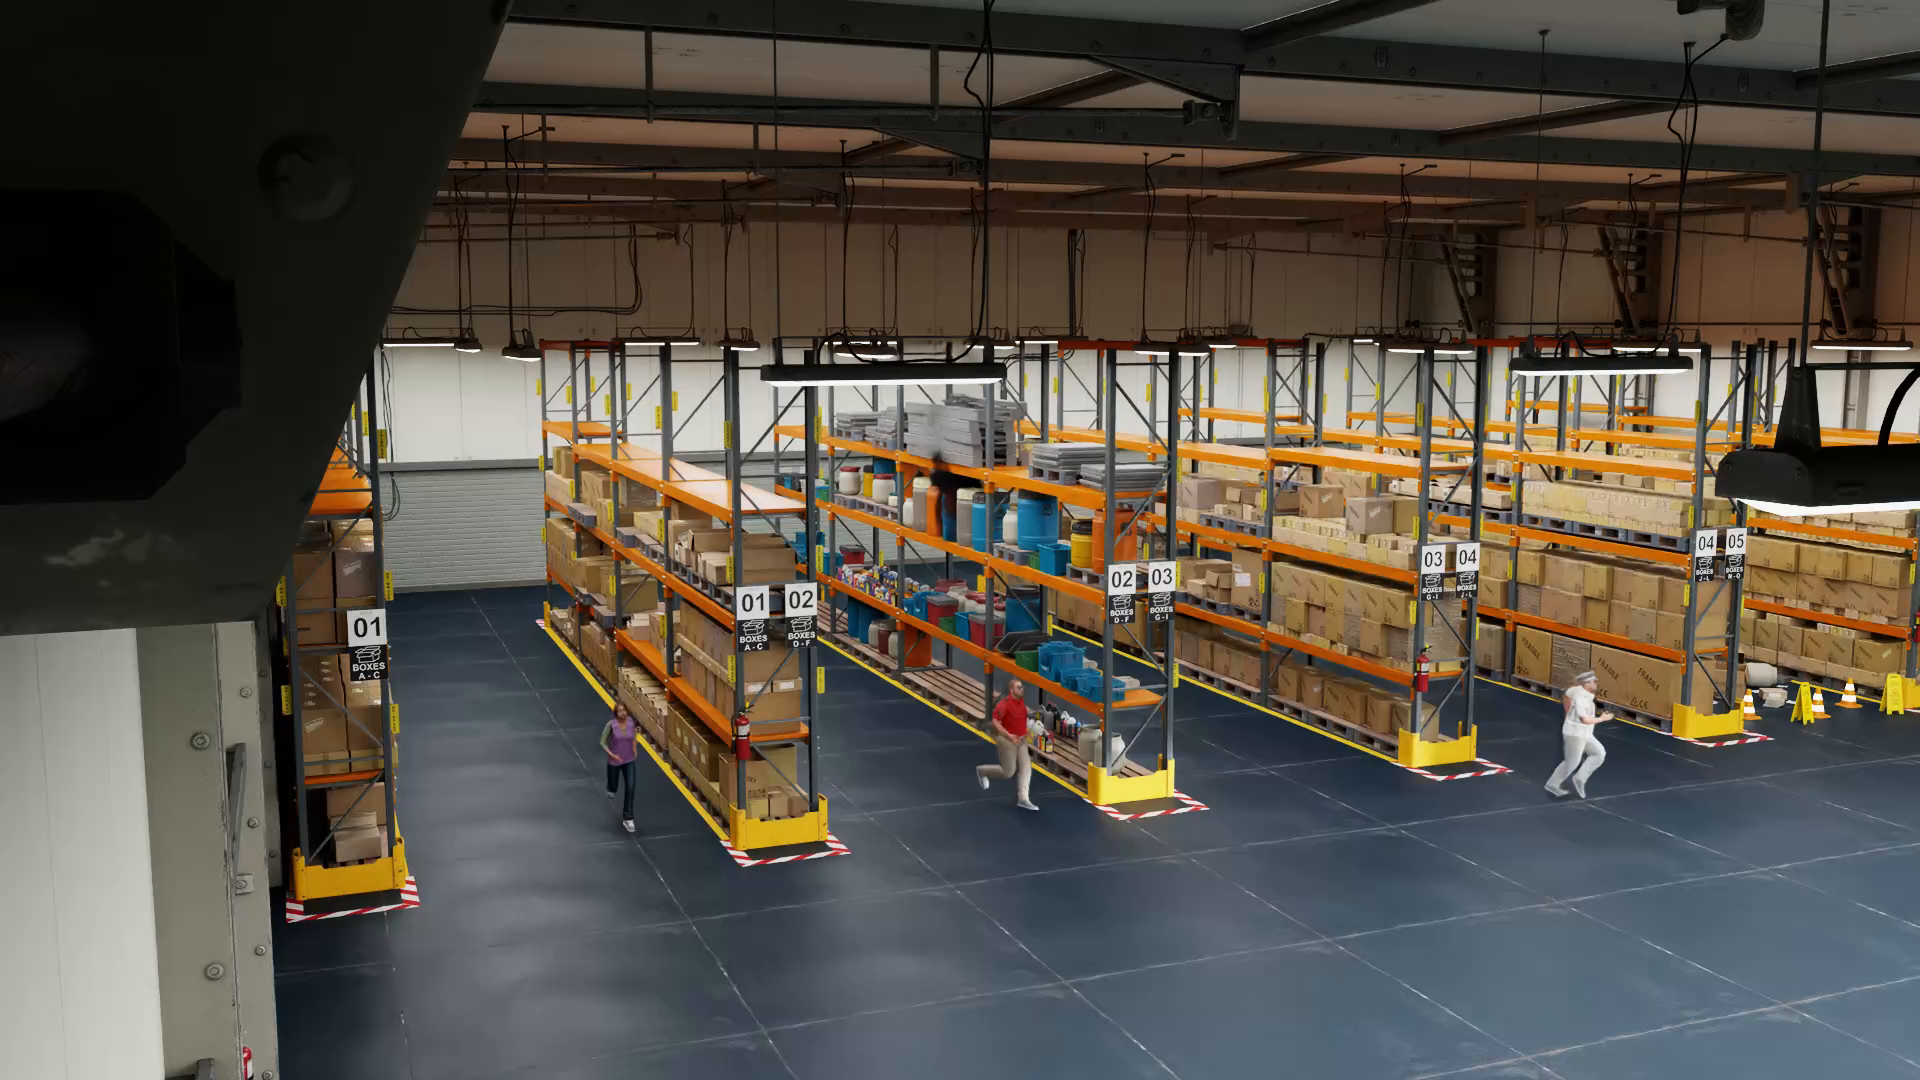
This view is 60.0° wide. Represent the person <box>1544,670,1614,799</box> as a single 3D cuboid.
[{"bbox_3d":[8.254,2.586,22.146,0.825,1.766,0.695,3,8,24],"label":"person"}]

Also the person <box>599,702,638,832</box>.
[{"bbox_3d":[-4.327,2.830,21.147,0.516,1.584,0.983,-3,8,-22],"label":"person"}]

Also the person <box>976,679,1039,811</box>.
[{"bbox_3d":[0.672,2.668,21.895,0.945,1.709,0.665,6,9,37],"label":"person"}]
